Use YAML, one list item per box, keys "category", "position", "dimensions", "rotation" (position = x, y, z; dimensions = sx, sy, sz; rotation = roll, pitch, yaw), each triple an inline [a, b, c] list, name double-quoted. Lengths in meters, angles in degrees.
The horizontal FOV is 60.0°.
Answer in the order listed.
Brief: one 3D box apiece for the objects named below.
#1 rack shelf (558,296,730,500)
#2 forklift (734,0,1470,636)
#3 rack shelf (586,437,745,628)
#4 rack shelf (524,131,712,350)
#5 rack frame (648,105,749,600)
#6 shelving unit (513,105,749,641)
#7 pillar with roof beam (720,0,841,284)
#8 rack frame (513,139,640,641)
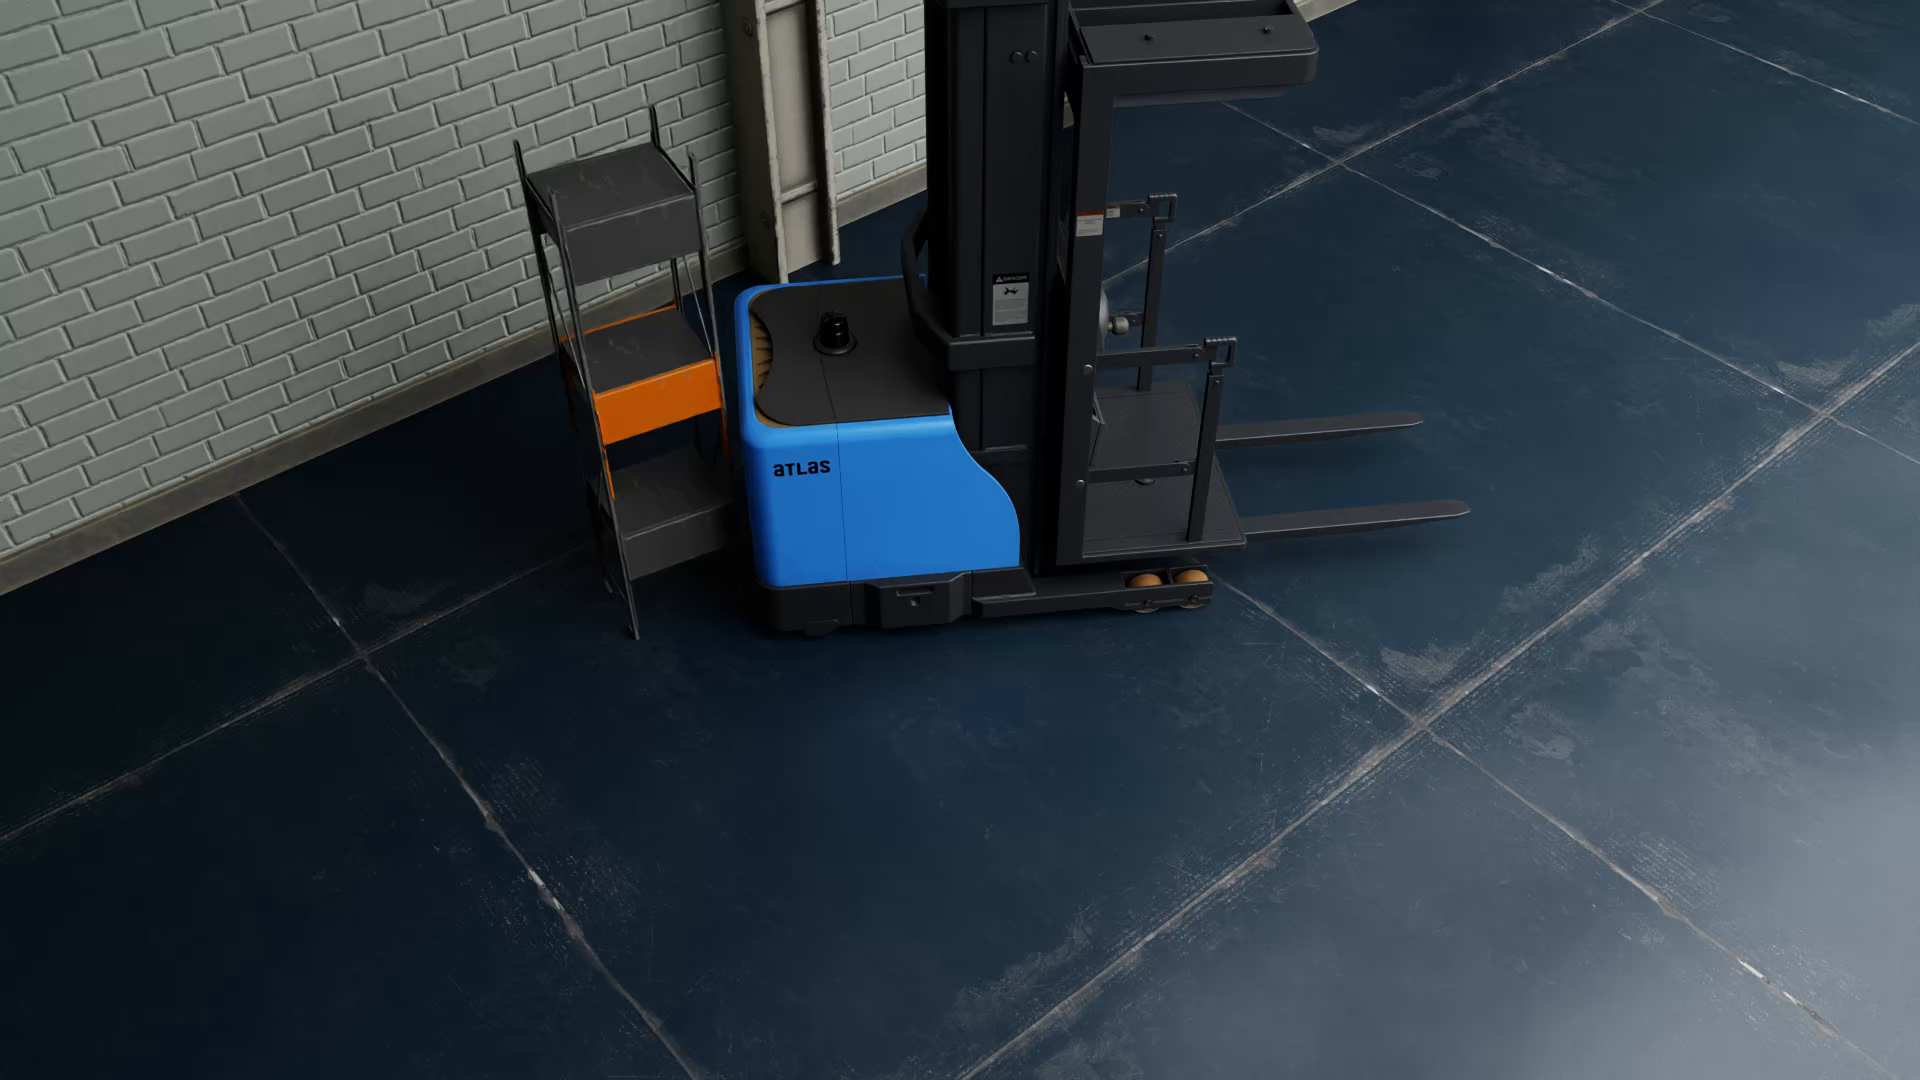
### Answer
- category: "rack shelf"
  position: [-1.199, -0.543, 6.312]
  dimensions: [0.480, 0.518, 0.431]
  rotation: [-21, 47, -21]
- category: "forklift"
  position: [0.622, -1.122, 6.304]
  dimensions: [3.031, 2.935, 1.130]
  rotation: [-5, 43, -5]
- category: "rack shelf"
  position: [-1.201, -0.034, 6.793]
  dimensions: [0.480, 0.518, 0.431]
  rotation: [-21, 47, -21]
- category: "rack shelf"
  position: [-1.198, -1.051, 5.831]
  dimensions: [0.480, 0.518, 0.431]
  rotation: [-21, 47, -21]
- category: "rack frame"
  position: [-0.986, -0.633, 6.389]
  dimensions: [0.015, 2.100, 0.400]
  rotation: [-21, 47, -21]
- category: "shelving unit"
  position: [-1.199, -0.553, 6.303]
  dimensions: [0.503, 2.100, 0.431]
  rotation: [-21, 47, -21]
- category: "pillar with roof beam"
  position: [1.881, -2.490, 3.328]
  dimensions: [0.400, 9.000, 9.100]
  rotation: [-30, 51, -28]
- category: "rack frame"
  position: [-1.413, -0.472, 6.217]
  dimensions: [0.015, 2.100, 0.400]
  rotation: [-21, 47, -21]
